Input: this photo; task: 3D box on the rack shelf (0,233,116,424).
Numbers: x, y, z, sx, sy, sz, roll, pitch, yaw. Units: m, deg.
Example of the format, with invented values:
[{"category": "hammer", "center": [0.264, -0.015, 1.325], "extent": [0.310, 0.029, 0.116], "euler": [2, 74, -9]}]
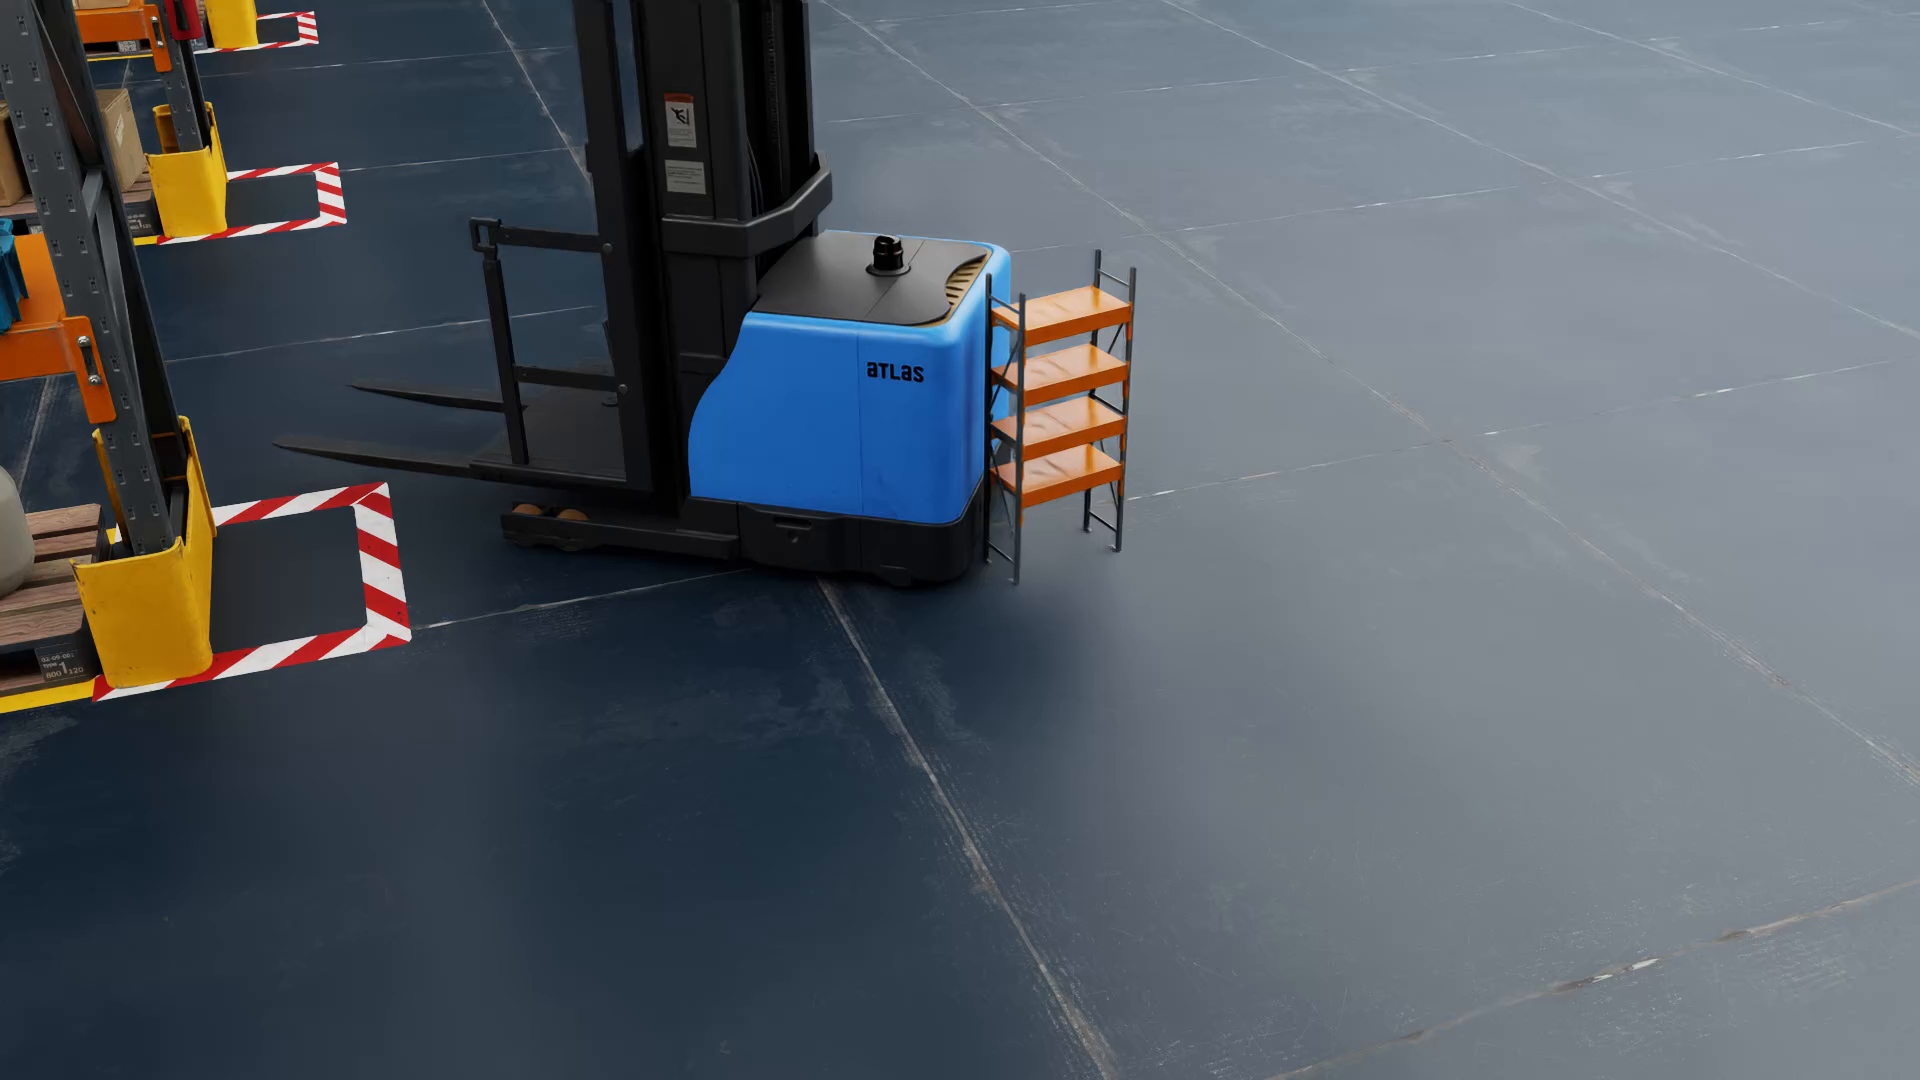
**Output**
[{"category": "rack shelf", "center": [-4.849, -0.449, 5.235], "extent": [4.000, 0.370, 1.077], "euler": [-10, 31, -18]}]

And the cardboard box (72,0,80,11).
[{"category": "cardboard box", "center": [-5.131, -3.108, 9.429], "extent": [0.250, 0.149, 0.380], "euler": [-10, 31, -18]}]

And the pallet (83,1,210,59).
[{"category": "pallet", "center": [-7.059, -4.337, 14.150], "extent": [1.213, 0.211, 1.003], "euler": [-10, 31, -18]}]

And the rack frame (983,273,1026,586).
[{"category": "rack frame", "center": [0.162, -0.395, 6.232], "extent": [0.015, 1.200, 0.240], "euler": [-17, 34, -27]}]

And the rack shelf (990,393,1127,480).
[{"category": "rack shelf", "center": [0.369, -0.401, 6.377], "extent": [0.480, 0.148, 0.258], "euler": [-17, 34, -27]}]

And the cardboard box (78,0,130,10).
[{"category": "cardboard box", "center": [-4.897, -3.151, 9.504], "extent": [0.250, 0.149, 0.380], "euler": [-10, 31, -18]}]

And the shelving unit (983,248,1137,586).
[{"category": "shelving unit", "center": [0.369, -0.459, 6.344], "extent": [0.503, 1.200, 0.258], "euler": [-17, 34, -27]}]

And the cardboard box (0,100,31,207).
[{"category": "cardboard box", "center": [-5.841, -2.282, 9.826], "extent": [0.500, 0.500, 0.500], "euler": [-3, 30, -5]}]

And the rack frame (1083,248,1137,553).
[{"category": "rack frame", "center": [0.576, -0.523, 6.456], "extent": [0.015, 1.200, 0.240], "euler": [-17, 34, -27]}]

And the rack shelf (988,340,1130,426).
[{"category": "rack shelf", "center": [0.369, -0.595, 6.267], "extent": [0.480, 0.148, 0.258], "euler": [-17, 34, -27]}]

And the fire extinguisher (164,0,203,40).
[{"category": "fire extinguisher", "center": [-4.434, -3.177, 9.375], "extent": [0.183, 0.674, 0.296], "euler": [-10, 31, -18]}]

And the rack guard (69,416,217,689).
[{"category": "rack guard", "center": [-3.030, 0.014, 6.220], "extent": [0.348, 0.500, 1.175], "euler": [-10, 31, -18]}]

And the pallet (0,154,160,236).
[{"category": "pallet", "center": [-5.547, -2.056, 10.146], "extent": [1.213, 0.211, 1.003], "euler": [-10, 31, -18]}]

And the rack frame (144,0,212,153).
[{"category": "rack frame", "center": [-4.702, -3.405, 9.696], "extent": [0.127, 3.000, 1.000], "euler": [-10, 31, -18]}]

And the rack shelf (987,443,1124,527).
[{"category": "rack shelf", "center": [0.369, -0.228, 6.476], "extent": [0.480, 0.148, 0.258], "euler": [-17, 34, -27]}]

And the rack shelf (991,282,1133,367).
[{"category": "rack shelf", "center": [0.369, -0.801, 6.150], "extent": [0.480, 0.148, 0.258], "euler": [-17, 34, -27]}]

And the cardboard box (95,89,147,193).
[{"category": "cardboard box", "center": [-5.293, -2.401, 10.035], "extent": [0.500, 0.500, 0.500], "euler": [-5, 30, -8]}]

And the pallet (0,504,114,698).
[{"category": "pallet", "center": [-3.793, 0.277, 6.050], "extent": [1.213, 0.211, 1.003], "euler": [-10, 31, -18]}]

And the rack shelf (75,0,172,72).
[{"category": "rack shelf", "center": [-6.576, -2.747, 9.268], "extent": [4.000, 0.370, 1.077], "euler": [-10, 31, -18]}]

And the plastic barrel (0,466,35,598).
[{"category": "plastic barrel", "center": [-3.565, -0.059, 5.913], "extent": [0.421, 0.512, 0.421], "euler": [0, 30, 0]}]

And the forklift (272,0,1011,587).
[{"category": "forklift", "center": [-1.357, -1.472, 6.372], "extent": [3.031, 2.935, 1.130], "euler": [7, 30, 12]}]

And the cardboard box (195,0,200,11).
[{"category": "cardboard box", "center": [-6.949, -4.835, 13.929], "extent": [0.875, 0.875, 0.875], "euler": [-10, 31, -17]}]

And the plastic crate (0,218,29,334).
[{"category": "plastic crate", "center": [-3.339, -0.817, 5.304], "extent": [0.616, 0.251, 0.499], "euler": [-10, 31, -18]}]

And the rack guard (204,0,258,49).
[{"category": "rack guard", "center": [-6.314, -4.641, 14.392], "extent": [0.348, 0.500, 1.175], "euler": [-10, 31, -18]}]

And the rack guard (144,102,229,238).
[{"category": "rack guard", "center": [-4.773, -2.306, 10.292], "extent": [0.348, 0.500, 1.175], "euler": [-10, 31, -18]}]

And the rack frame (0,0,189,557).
[{"category": "rack frame", "center": [-2.975, -1.107, 5.663], "extent": [0.127, 3.000, 1.000], "euler": [-10, 31, -18]}]
